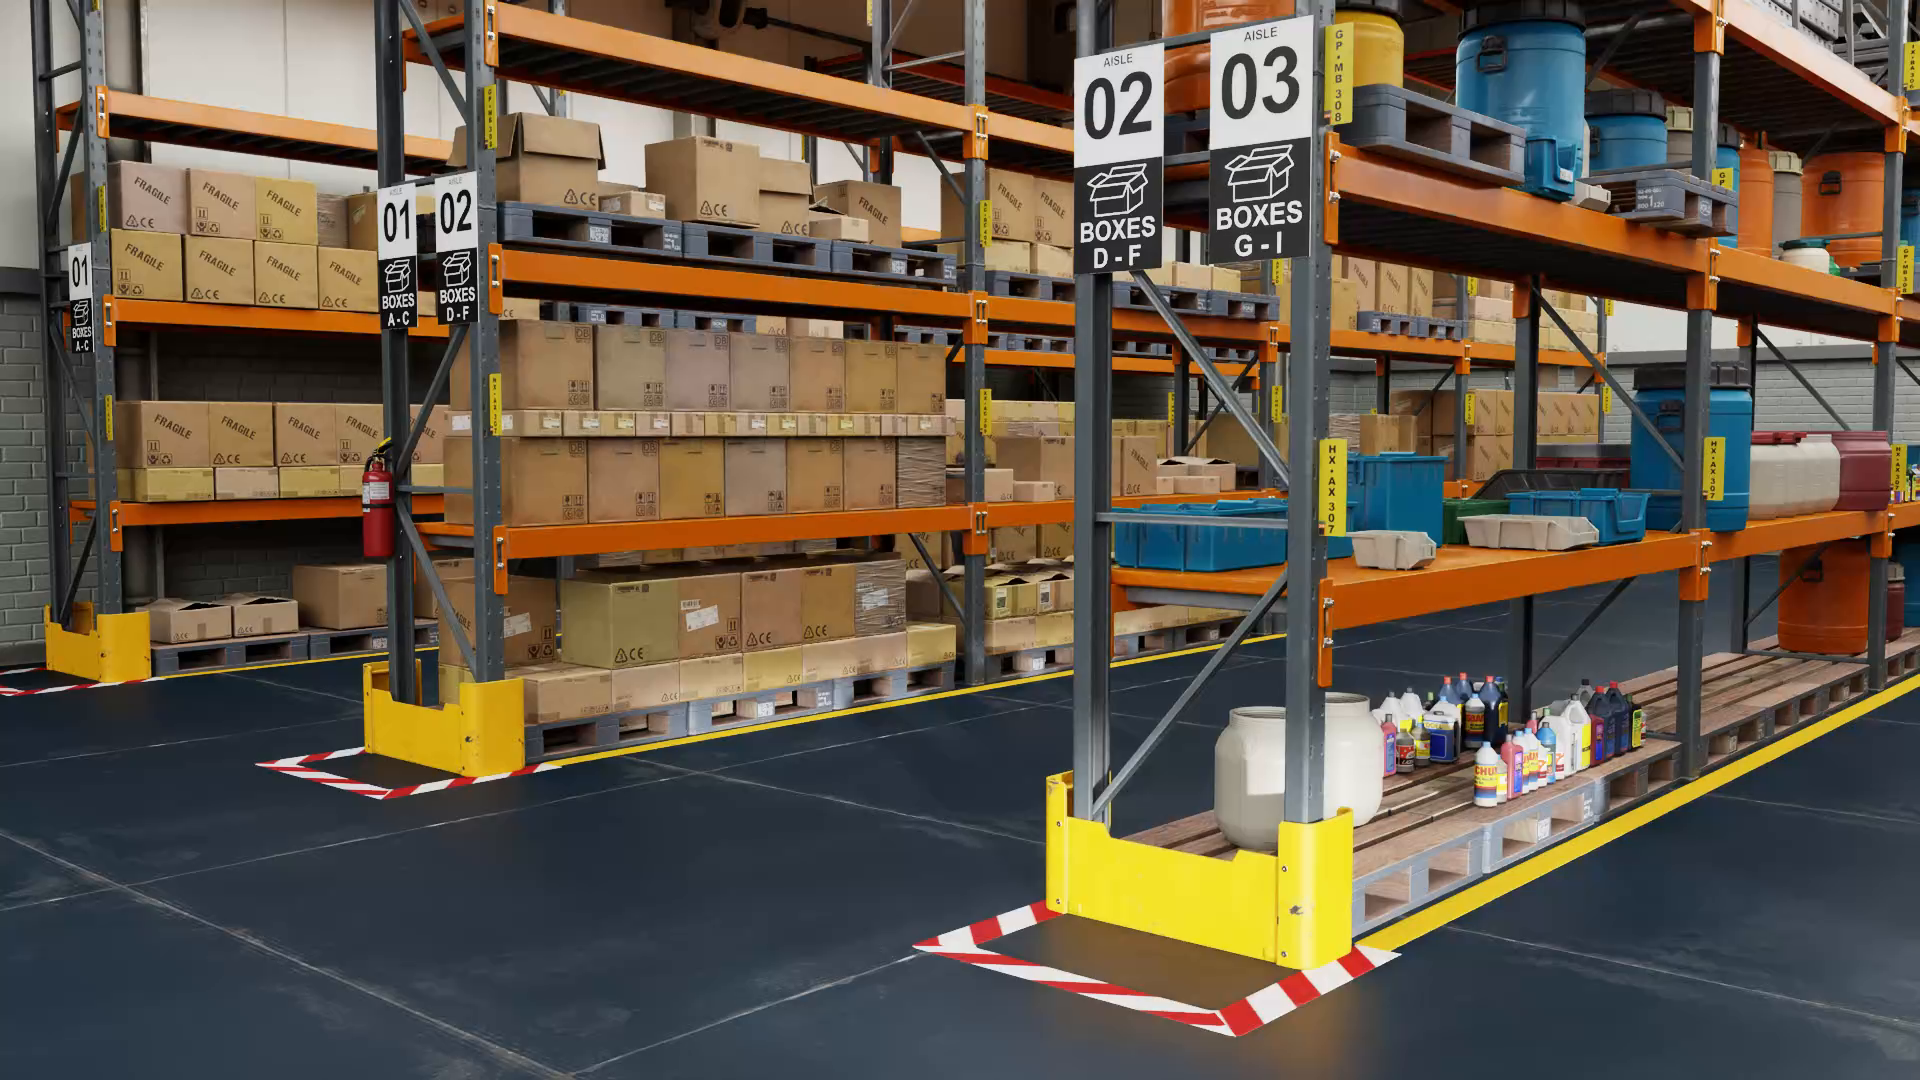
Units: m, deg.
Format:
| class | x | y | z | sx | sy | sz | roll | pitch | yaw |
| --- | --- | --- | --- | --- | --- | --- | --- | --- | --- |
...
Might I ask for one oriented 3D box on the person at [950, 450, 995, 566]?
| class | x | y | z | sx | sy | sz | roll | pitch | yaw |
| --- | --- | --- | --- | --- | --- | --- | --- | --- | --- |
| person | 0.136 | -0.104 | 17.221 | 0.445 | 1.656 | 0.502 | 3 | 5 | 41 |
